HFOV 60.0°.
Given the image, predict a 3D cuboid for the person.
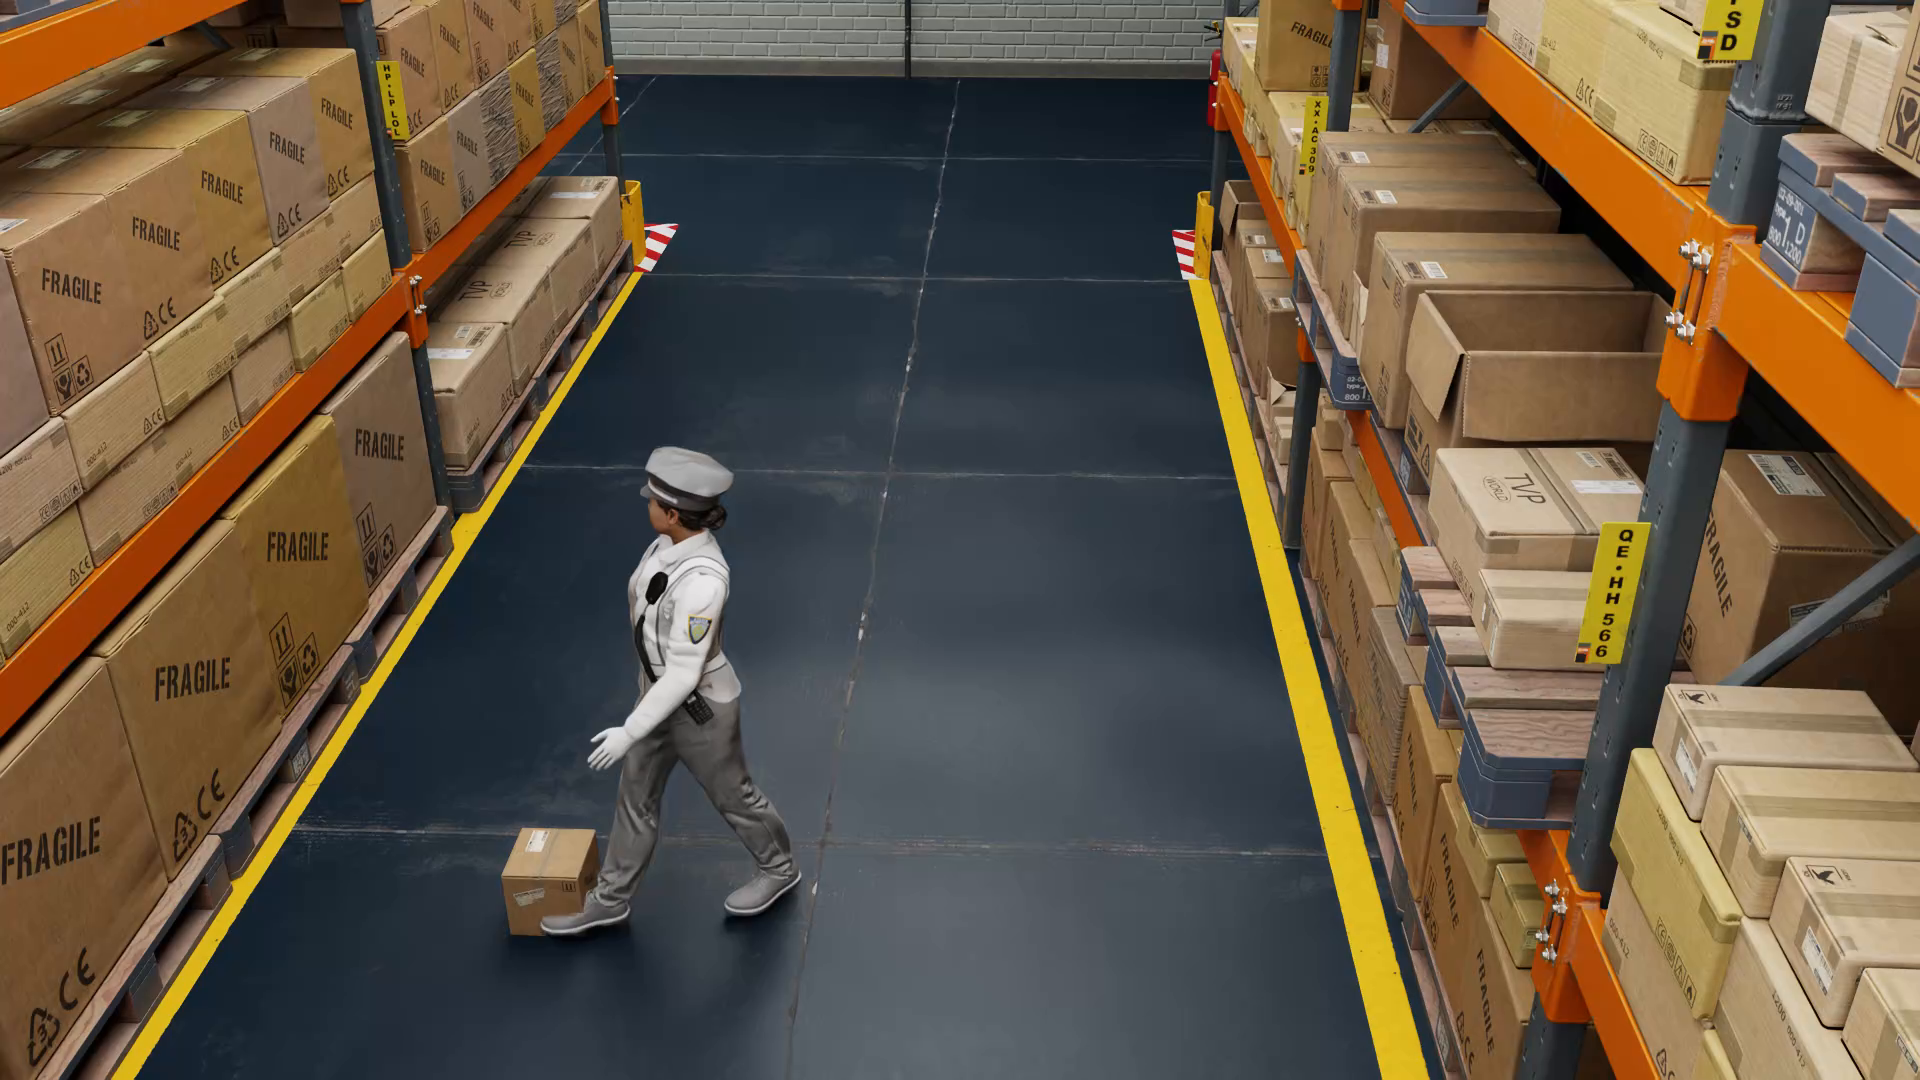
[{"bbox_3d":[-0.937,0.514,5.120,0.857,1.645,0.525,-12,30,-21],"label":"person"}]
